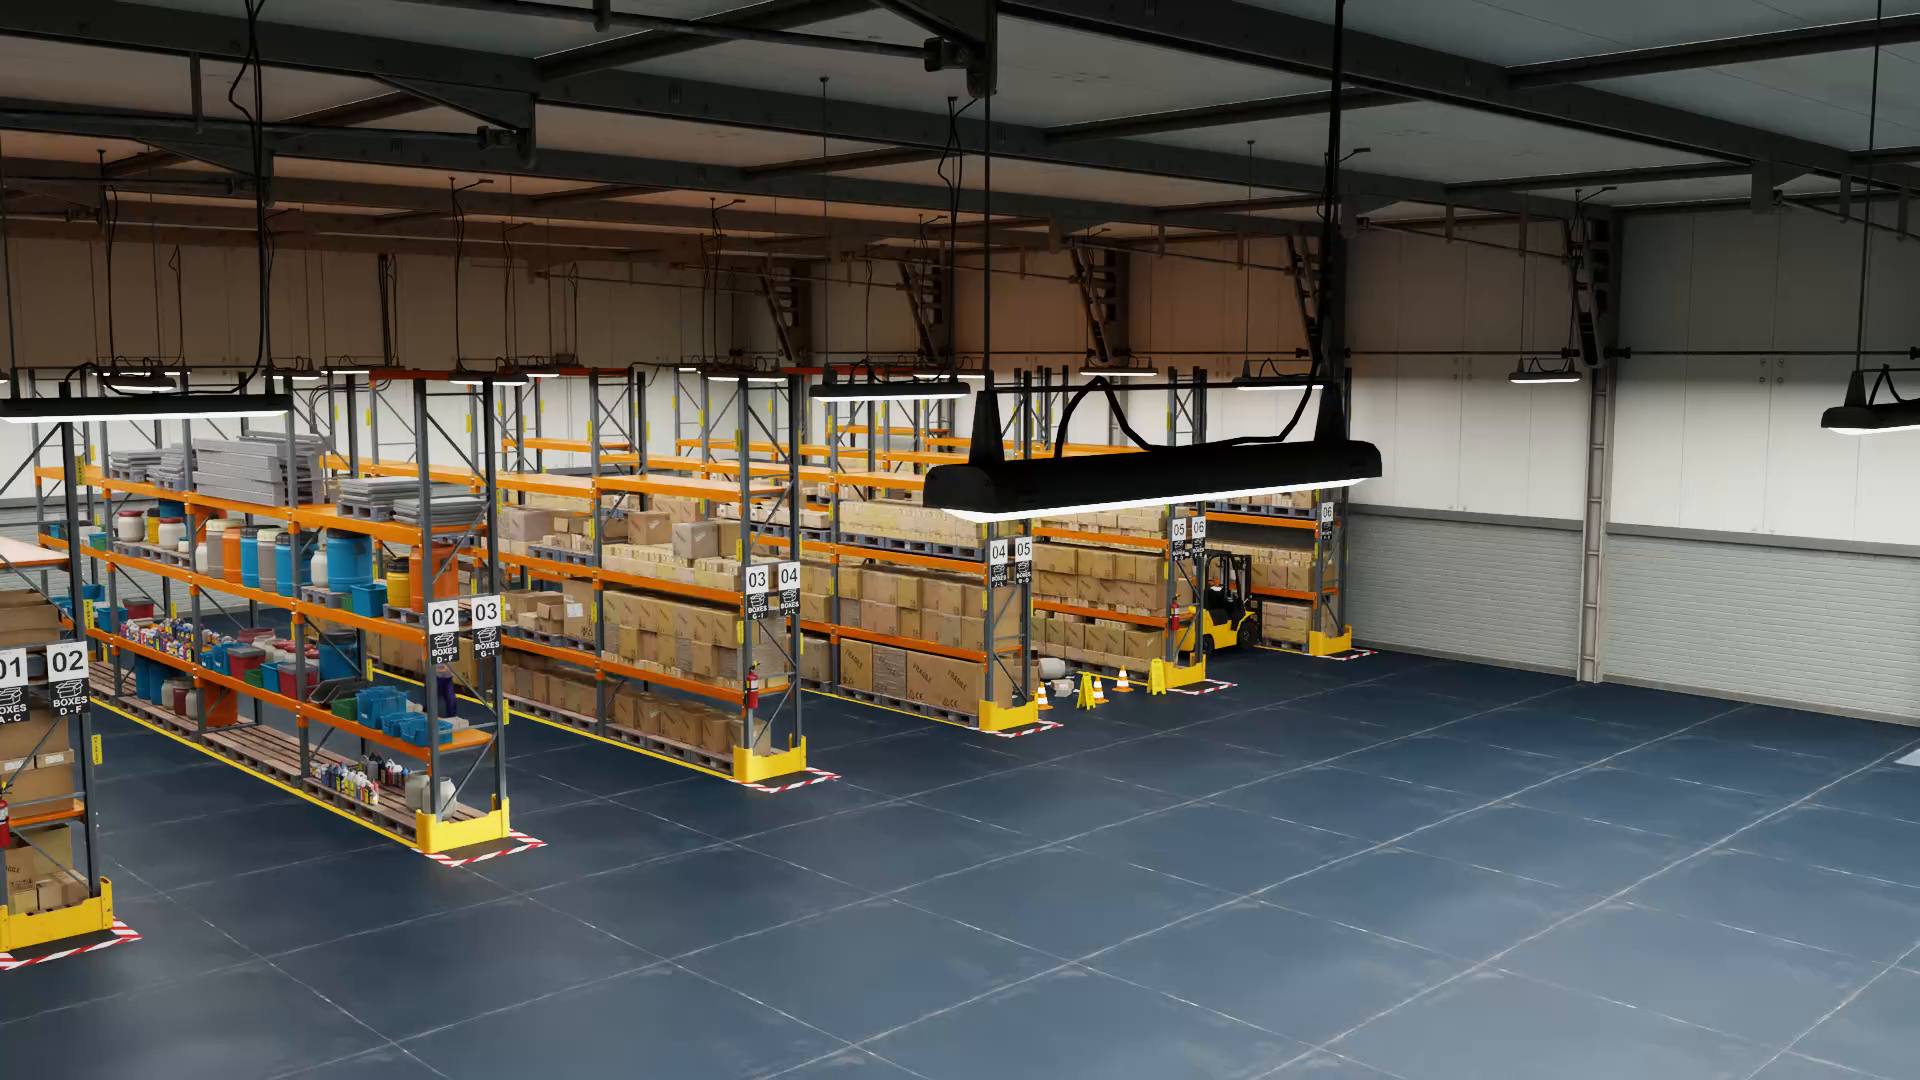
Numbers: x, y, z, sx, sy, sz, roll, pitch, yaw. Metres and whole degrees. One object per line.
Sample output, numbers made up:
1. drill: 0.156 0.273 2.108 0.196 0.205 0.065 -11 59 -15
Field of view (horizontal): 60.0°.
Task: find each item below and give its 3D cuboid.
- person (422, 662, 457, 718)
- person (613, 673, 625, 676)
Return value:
1. person: -8.610 2.395 27.468 0.933 1.652 0.598 4 7 30
2. person: -6.432 1.892 32.328 0.864 1.598 0.684 3 7 25
